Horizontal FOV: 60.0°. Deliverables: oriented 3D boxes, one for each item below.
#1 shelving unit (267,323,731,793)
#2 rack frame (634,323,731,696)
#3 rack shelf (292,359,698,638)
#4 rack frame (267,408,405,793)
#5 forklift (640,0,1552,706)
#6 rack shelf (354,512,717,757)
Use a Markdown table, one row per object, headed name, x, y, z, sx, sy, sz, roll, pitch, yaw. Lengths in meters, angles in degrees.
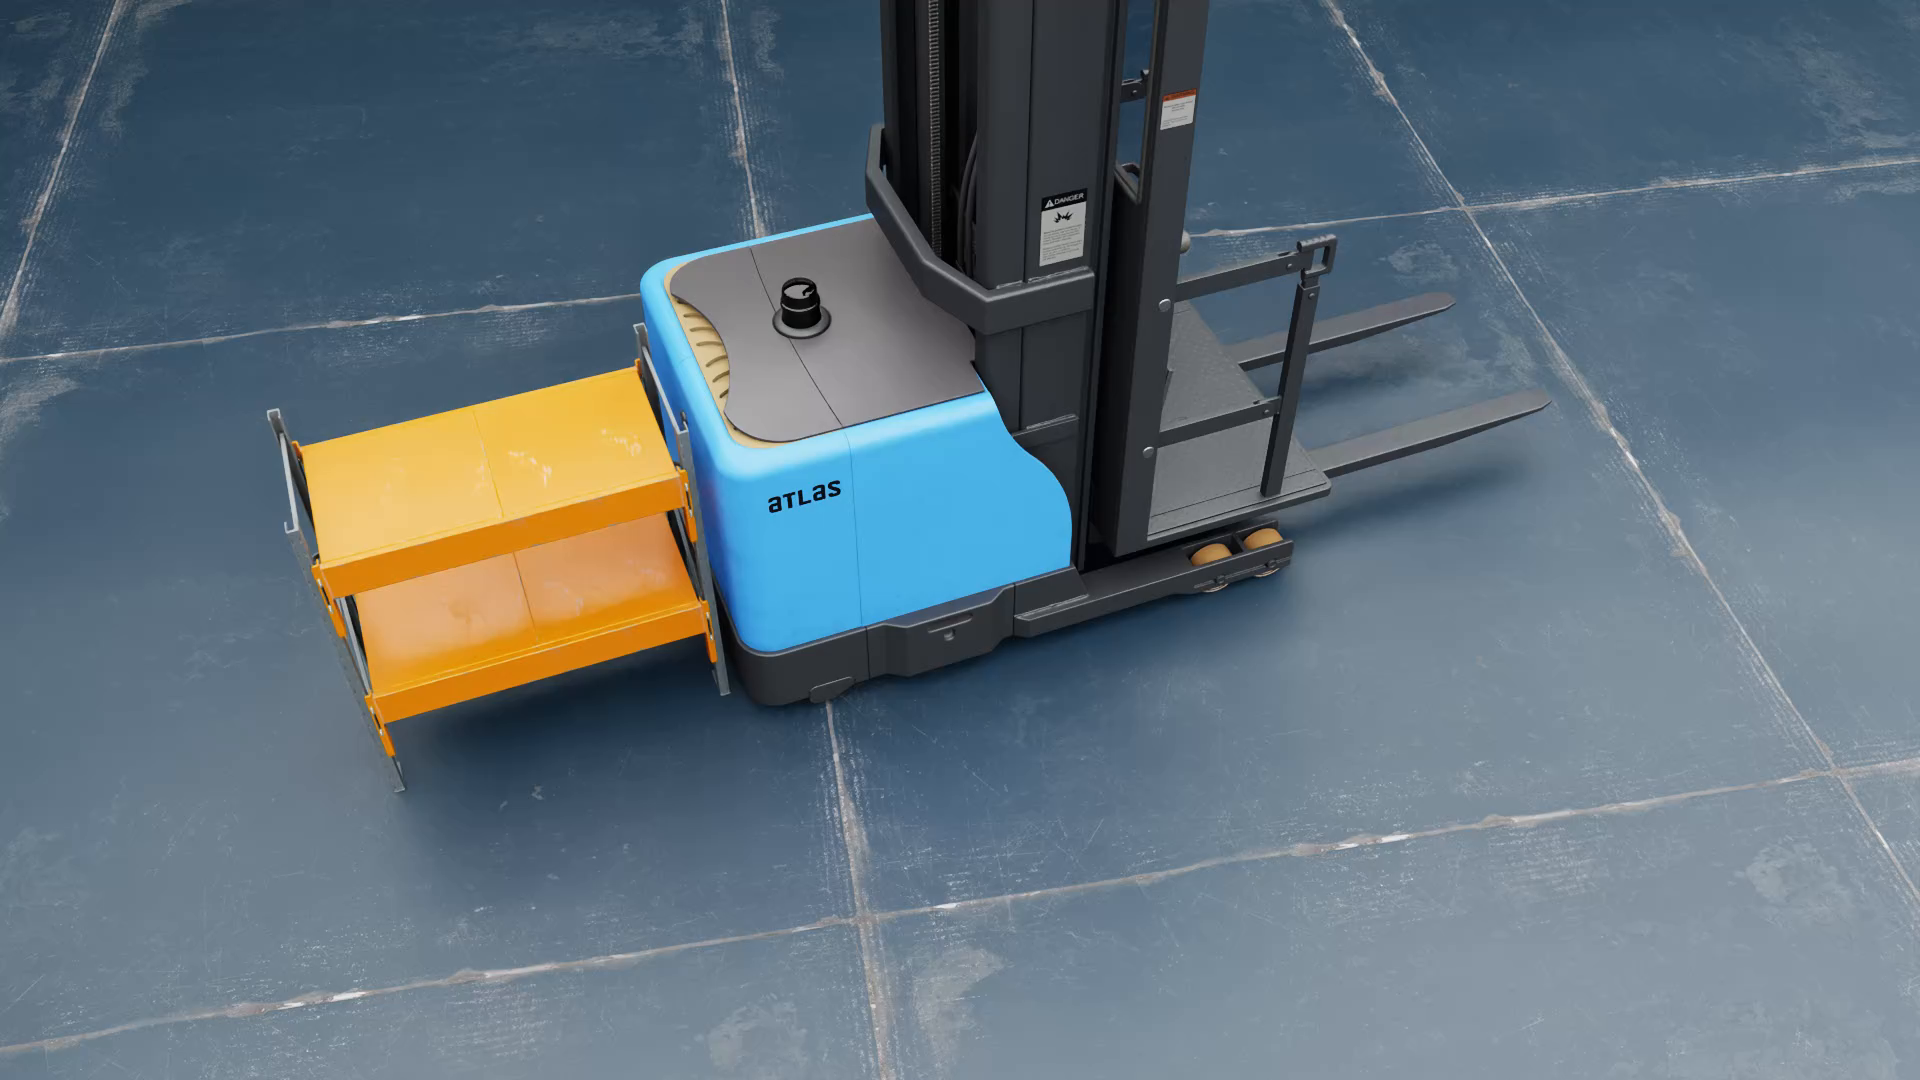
| name | x | y | z | sx | sy | sz | roll | pitch | yaw |
| --- | --- | --- | --- | --- | --- | --- | --- | --- | --- |
| shelving unit | -1.308 | 0.068 | 4.903 | 1.048 | 1.125 | 0.538 | -16 | 48 | -15 |
| rack frame | -0.835 | -0.065 | 5.032 | 0.032 | 1.125 | 0.500 | -16 | 48 | -15 |
| rack shelf | -1.308 | -0.135 | 4.692 | 1.000 | 0.278 | 0.538 | -16 | 48 | -15 |
| rack frame | -1.781 | 0.202 | 4.774 | 0.032 | 1.125 | 0.500 | -16 | 48 | -15 |
| forklift | 0.579 | -1.182 | 4.853 | 3.031 | 2.935 | 1.130 | -16 | 48 | -15 |
| rack shelf | -1.308 | 0.238 | 5.079 | 1.000 | 0.278 | 0.538 | -16 | 48 | -15 |
